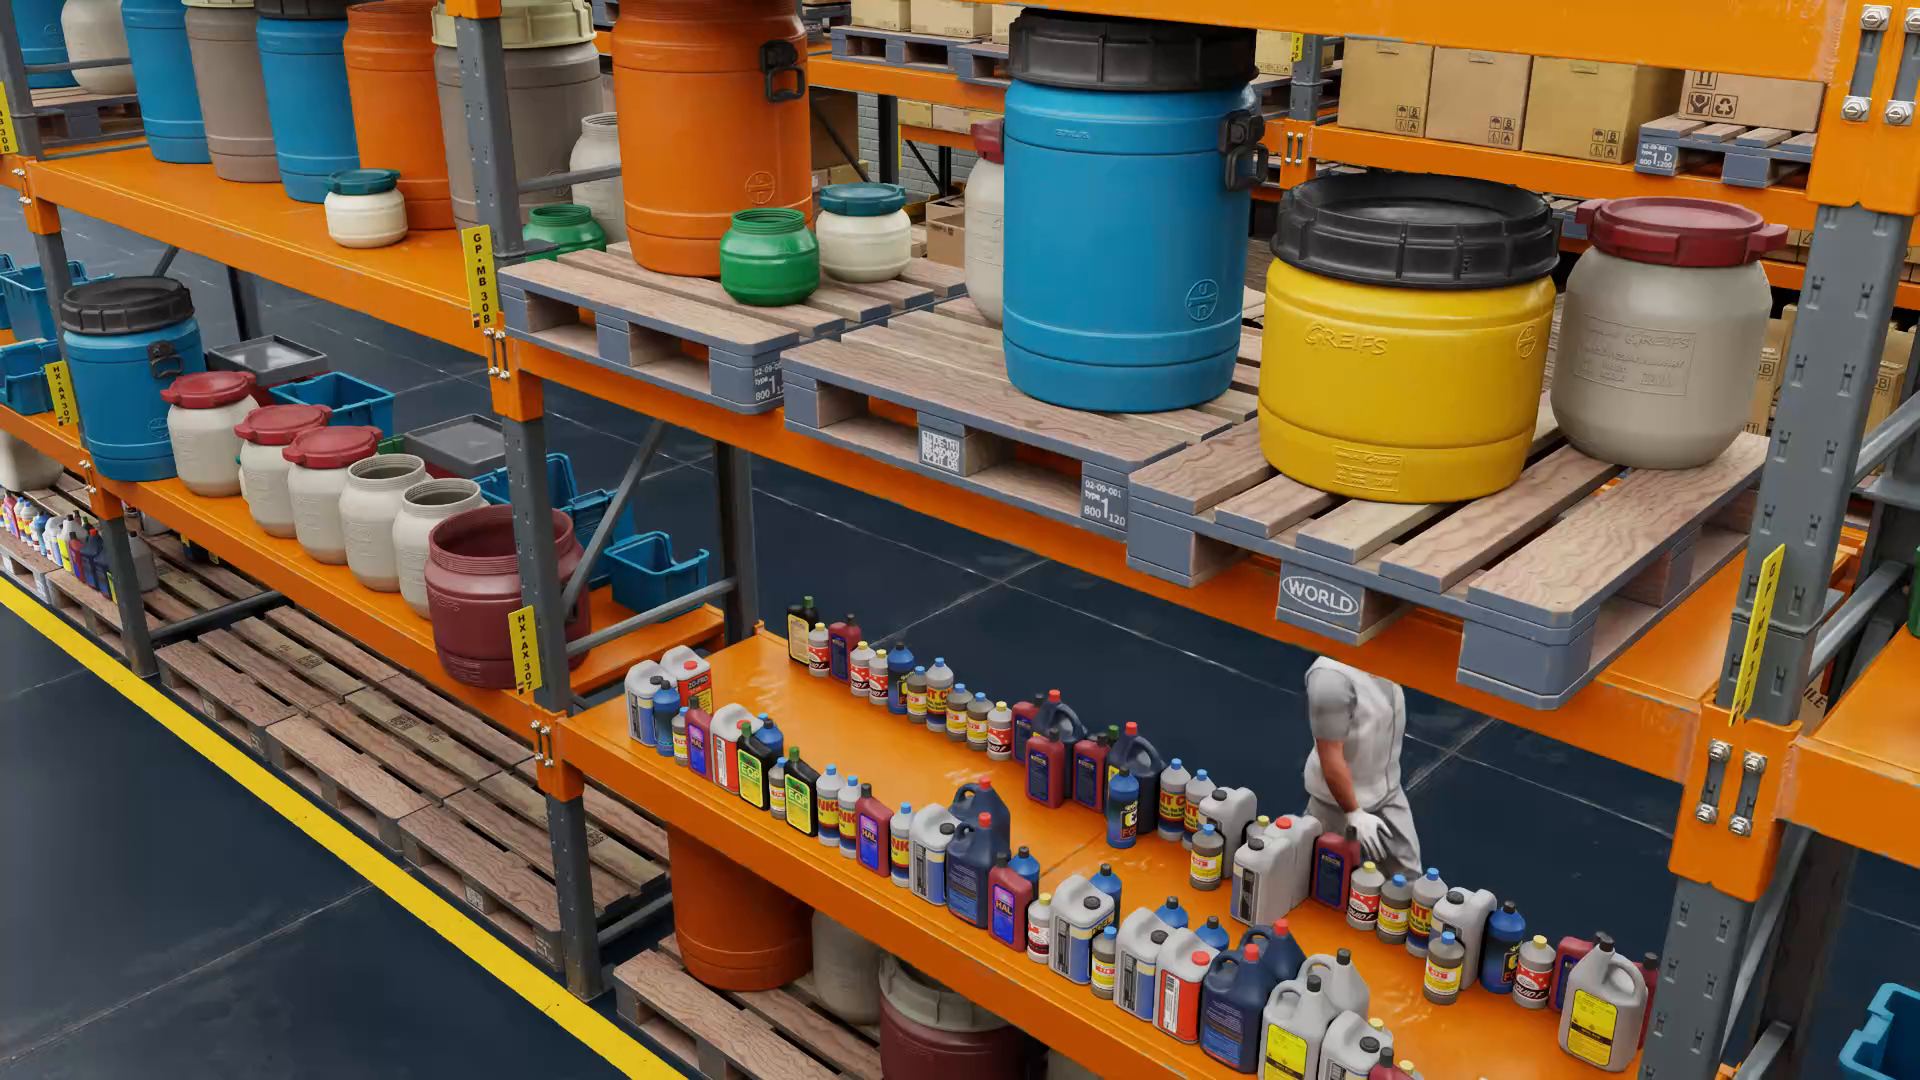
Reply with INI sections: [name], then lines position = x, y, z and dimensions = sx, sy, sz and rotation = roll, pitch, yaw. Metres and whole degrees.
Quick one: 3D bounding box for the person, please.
[person]
position = 1.533, 0.965, 6.380
dimensions = 1.028, 1.747, 0.533
rotation = 20, 31, 38
